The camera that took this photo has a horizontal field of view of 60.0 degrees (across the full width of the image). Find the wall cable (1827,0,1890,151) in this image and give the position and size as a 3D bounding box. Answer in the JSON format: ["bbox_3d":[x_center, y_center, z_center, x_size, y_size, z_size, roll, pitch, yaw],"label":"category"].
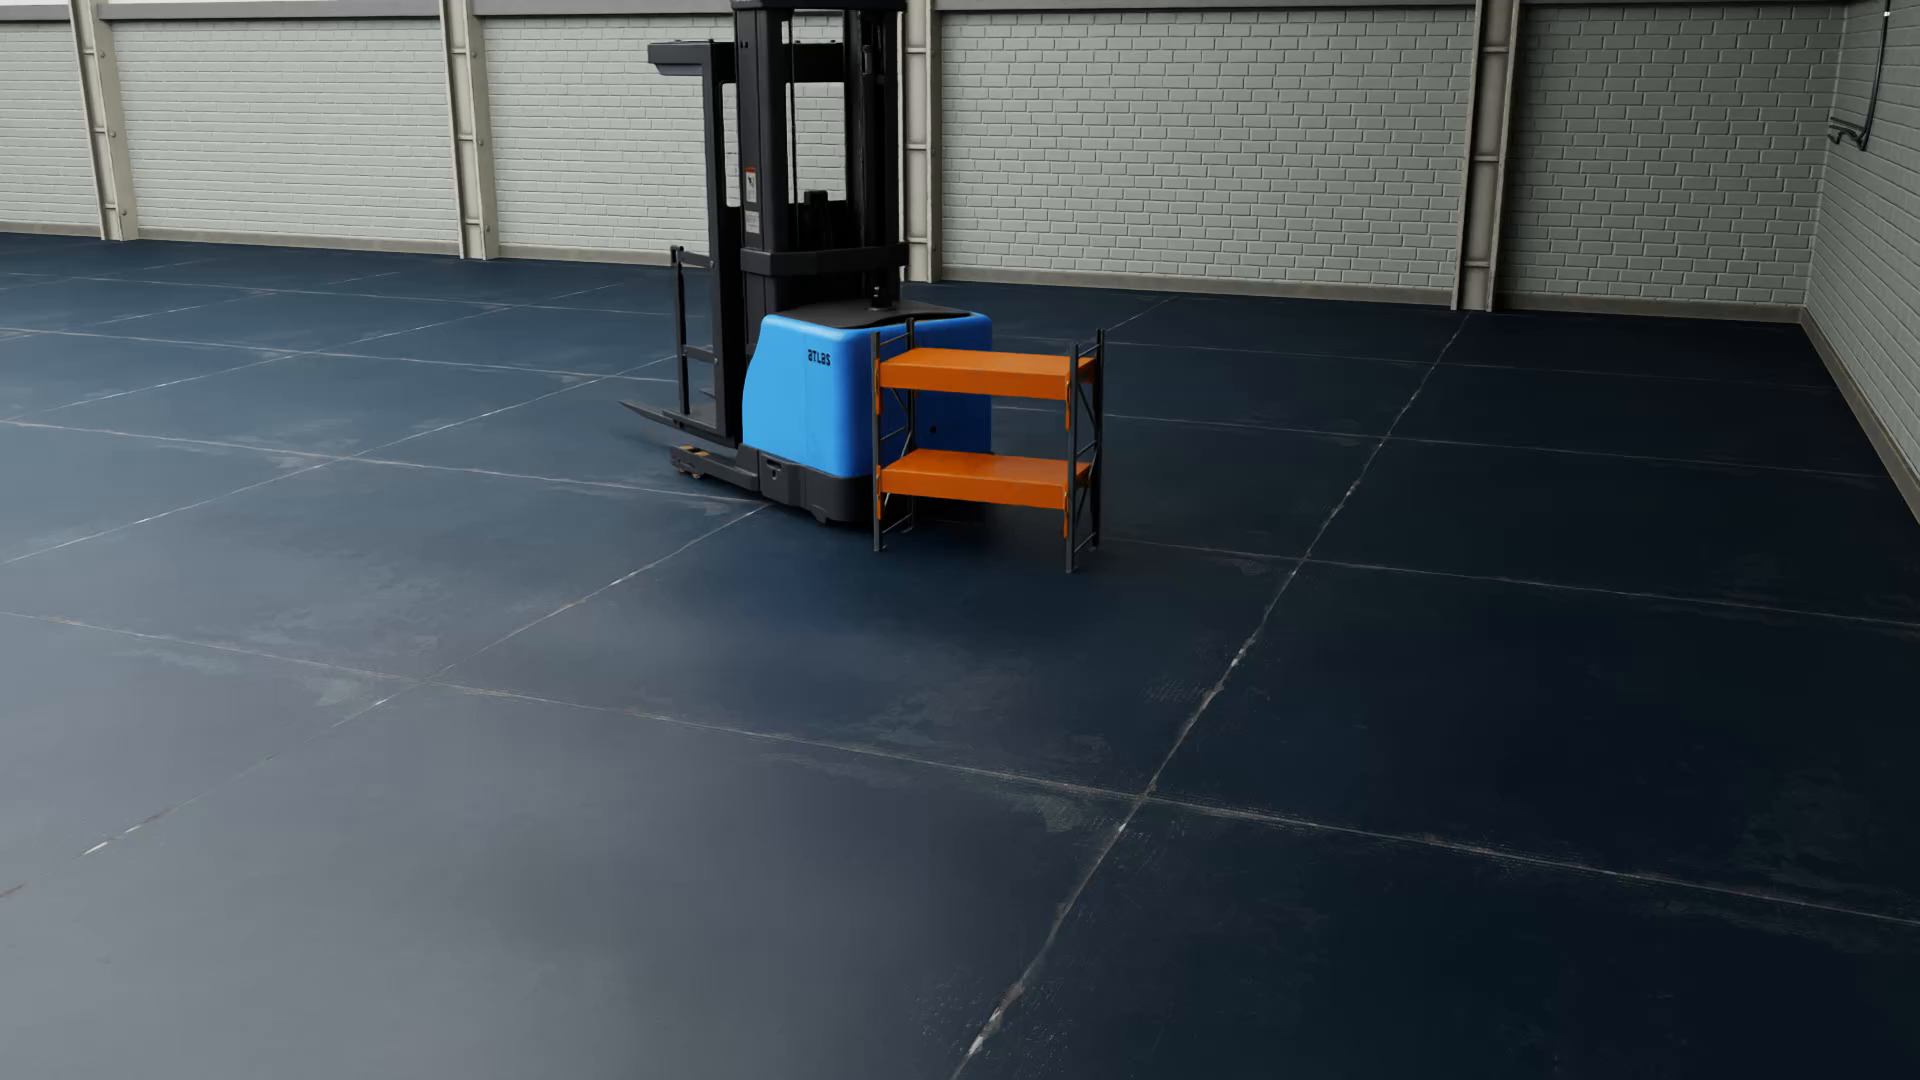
[{"bbox_3d":[7.395,-4.505,13.622,0.112,2.526,3.097,6,17,21],"label":"wall cable"}]

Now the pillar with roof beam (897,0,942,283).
[{"bbox_3d":[-2.022,-6.138,13.677,0.400,9.000,9.100,6,17,21],"label":"pillar with roof beam"}]

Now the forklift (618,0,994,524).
[{"bbox_3d":[-1.099,-1.845,9.770,1.130,2.935,3.031,-12,20,-35],"label":"forklift"}]

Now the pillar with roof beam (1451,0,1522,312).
[{"bbox_3d":[3.560,-5.524,11.562,0.400,9.000,9.100,6,17,21],"label":"pillar with roof beam"}]

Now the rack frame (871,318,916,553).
[{"bbox_3d":[-0.336,-0.542,8.522,0.032,1.125,0.500,6,17,20],"label":"rack frame"}]

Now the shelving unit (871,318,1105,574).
[{"bbox_3d":[0.140,-0.492,8.351,1.048,1.125,0.538,6,17,20],"label":"shelving unit"}]

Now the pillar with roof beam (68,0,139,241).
[{"bbox_3d":[-13.185,-7.366,17.905,0.400,9.000,9.100,6,17,21],"label":"pillar with roof beam"}]

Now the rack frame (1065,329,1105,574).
[{"bbox_3d":[0.617,-0.443,8.181,0.032,1.125,0.500,6,17,20],"label":"rack frame"}]

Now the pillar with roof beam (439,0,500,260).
[{"bbox_3d":[-7.603,-6.752,15.791,0.400,9.000,9.100,6,17,21],"label":"pillar with roof beam"}]

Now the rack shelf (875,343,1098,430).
[{"bbox_3d":[0.140,-0.773,8.270,1.000,0.278,0.538,6,17,20],"label":"rack shelf"}]

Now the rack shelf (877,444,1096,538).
[{"bbox_3d":[0.140,-0.257,8.420,1.000,0.278,0.538,6,17,20],"label":"rack shelf"}]
